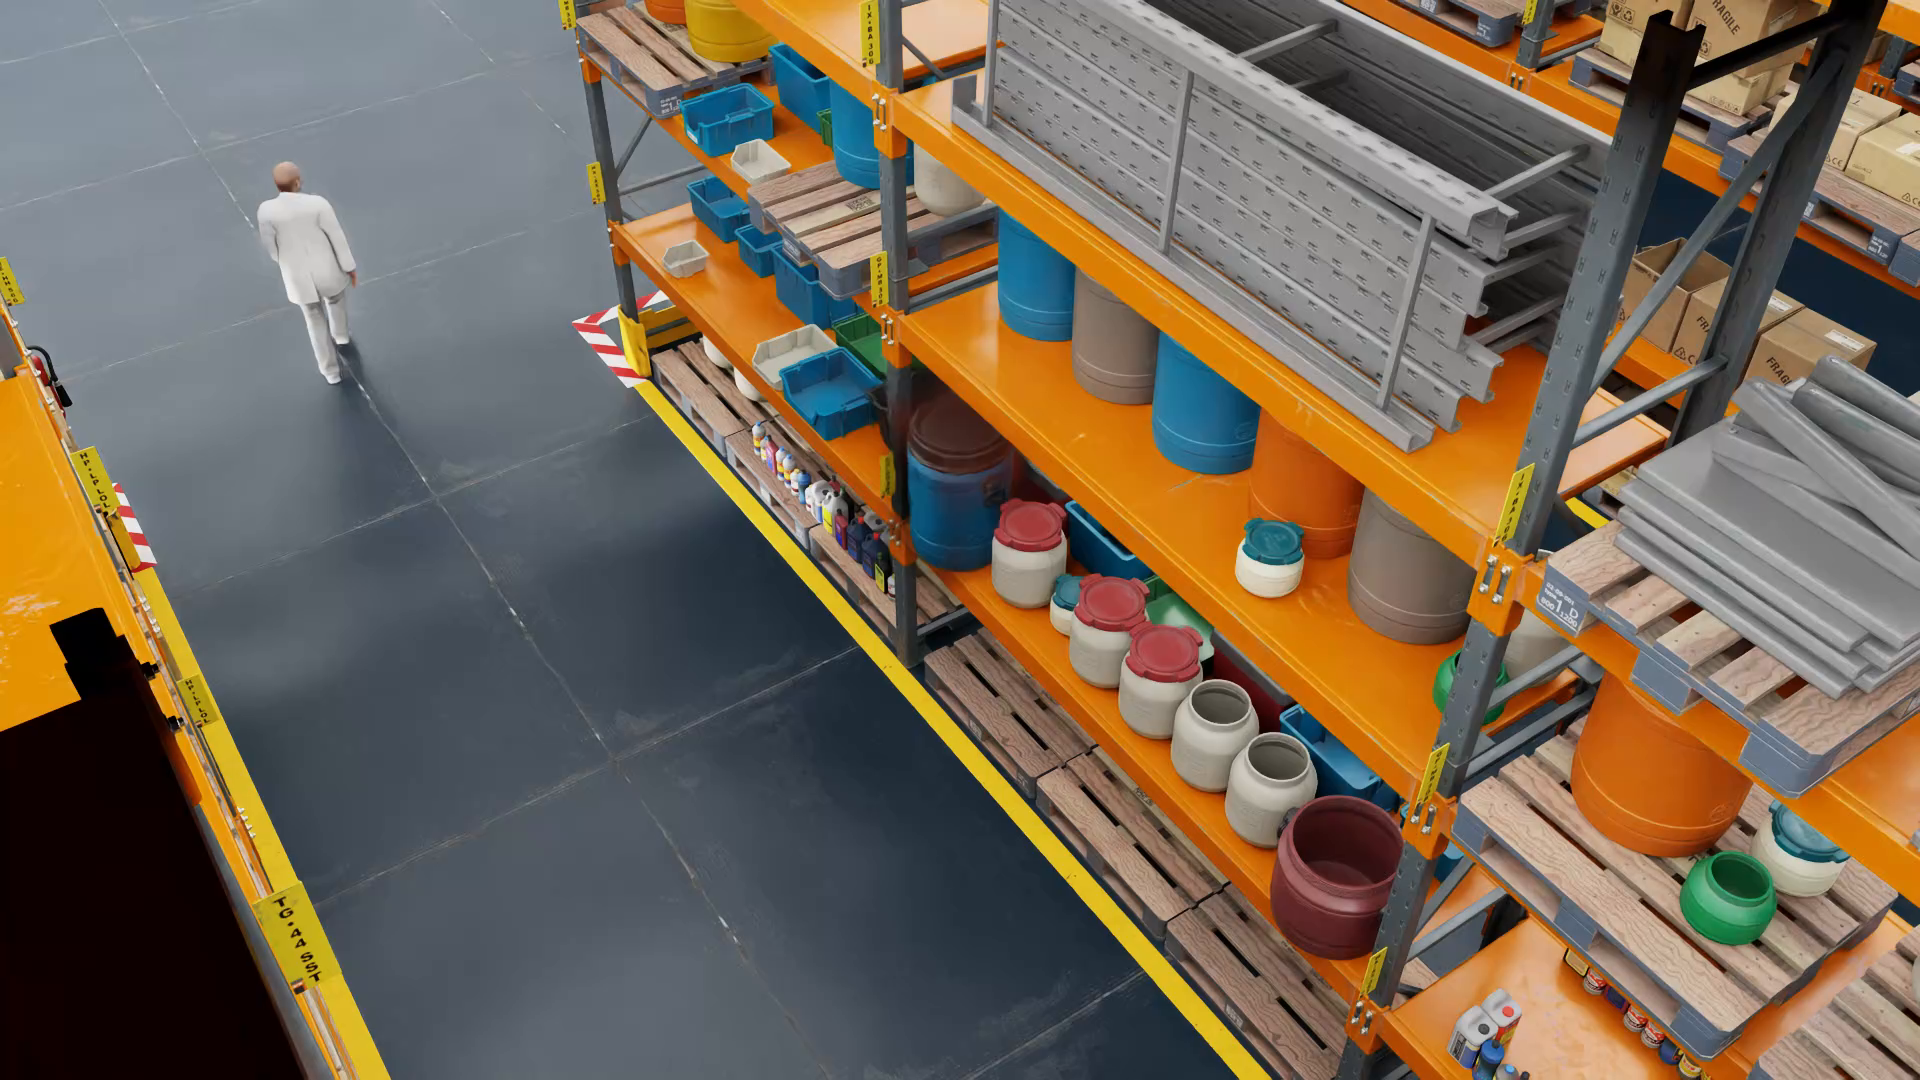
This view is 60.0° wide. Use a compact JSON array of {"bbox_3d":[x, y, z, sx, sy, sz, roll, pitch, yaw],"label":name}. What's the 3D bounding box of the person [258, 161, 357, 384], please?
[{"bbox_3d":[-4.957,-2.114,12.782,0.622,1.756,0.882,-12,44,-13],"label":"person"}]
